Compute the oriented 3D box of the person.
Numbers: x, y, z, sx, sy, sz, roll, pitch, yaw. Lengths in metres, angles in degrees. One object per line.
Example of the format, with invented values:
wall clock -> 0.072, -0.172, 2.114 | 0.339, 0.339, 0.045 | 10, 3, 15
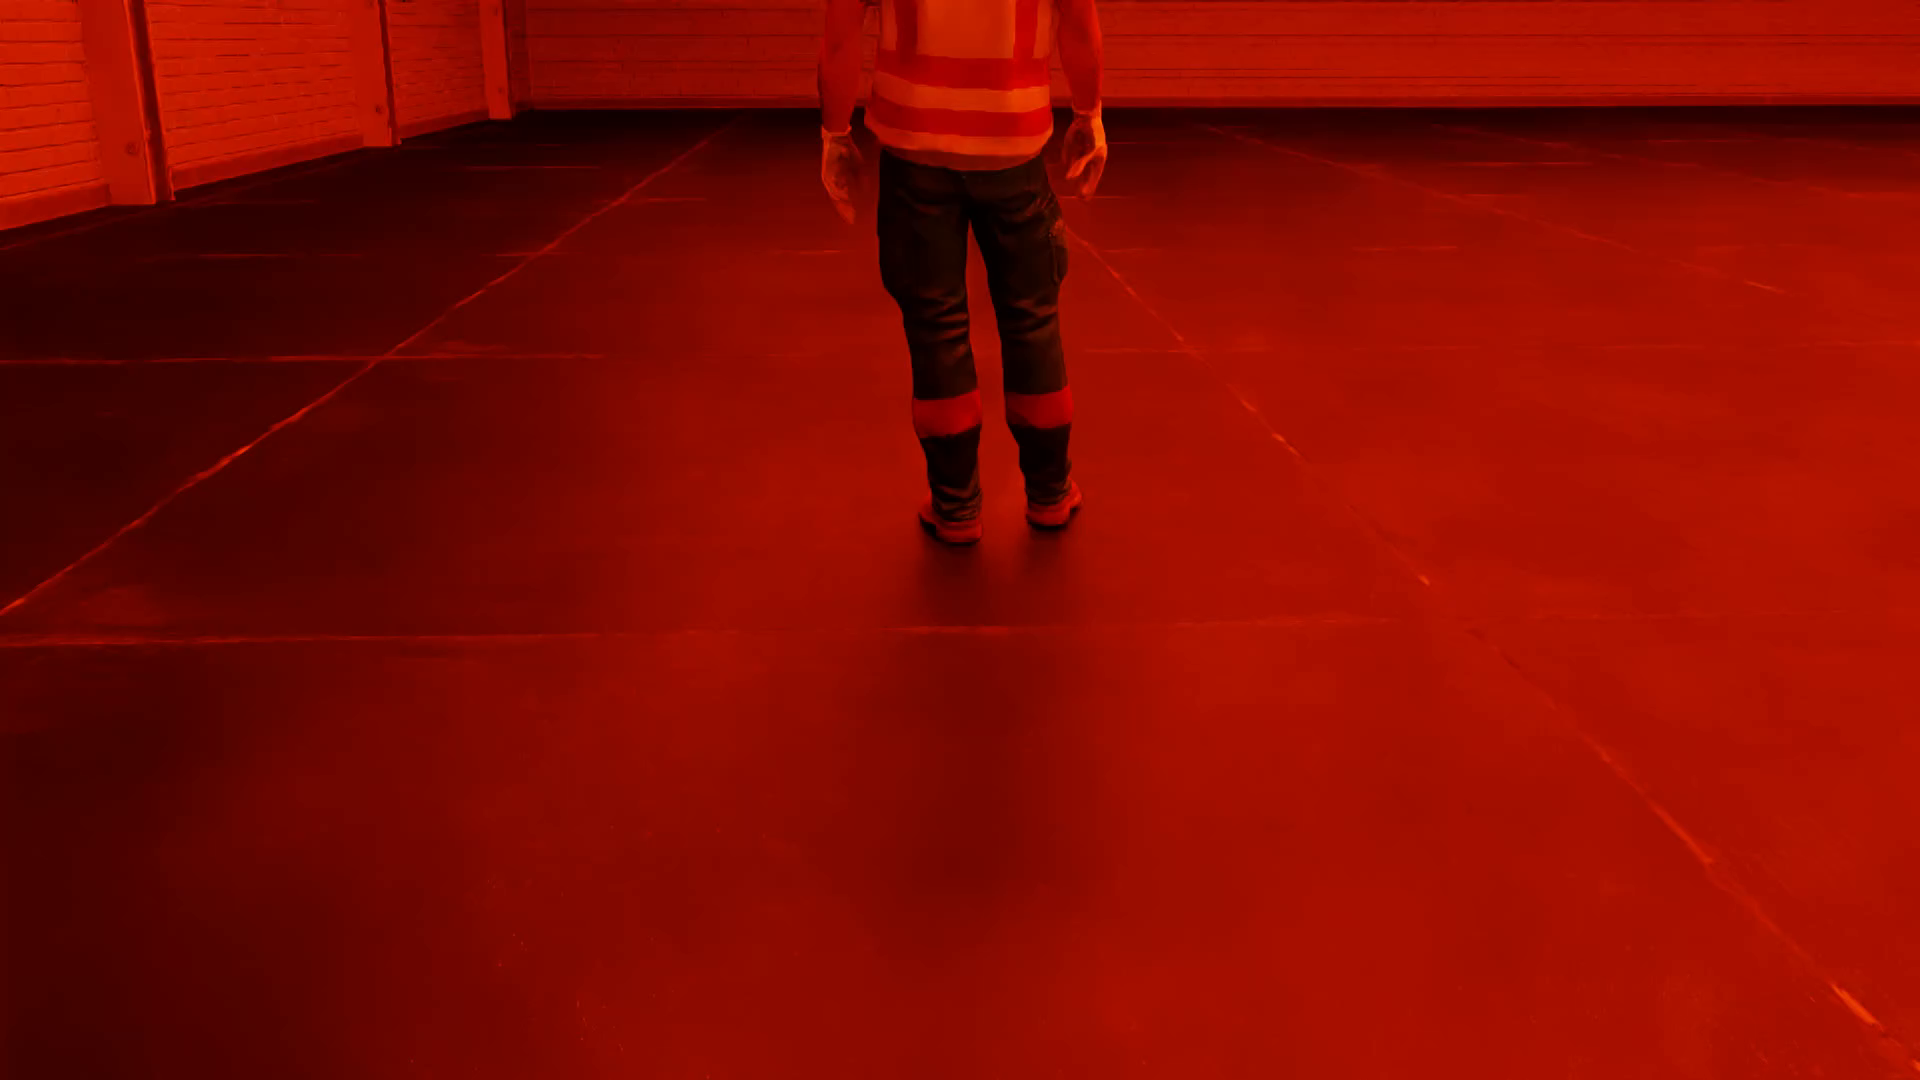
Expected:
person -> 0.007, -0.886, 3.732 | 0.637, 1.787, 0.563 | -1, 17, -3
